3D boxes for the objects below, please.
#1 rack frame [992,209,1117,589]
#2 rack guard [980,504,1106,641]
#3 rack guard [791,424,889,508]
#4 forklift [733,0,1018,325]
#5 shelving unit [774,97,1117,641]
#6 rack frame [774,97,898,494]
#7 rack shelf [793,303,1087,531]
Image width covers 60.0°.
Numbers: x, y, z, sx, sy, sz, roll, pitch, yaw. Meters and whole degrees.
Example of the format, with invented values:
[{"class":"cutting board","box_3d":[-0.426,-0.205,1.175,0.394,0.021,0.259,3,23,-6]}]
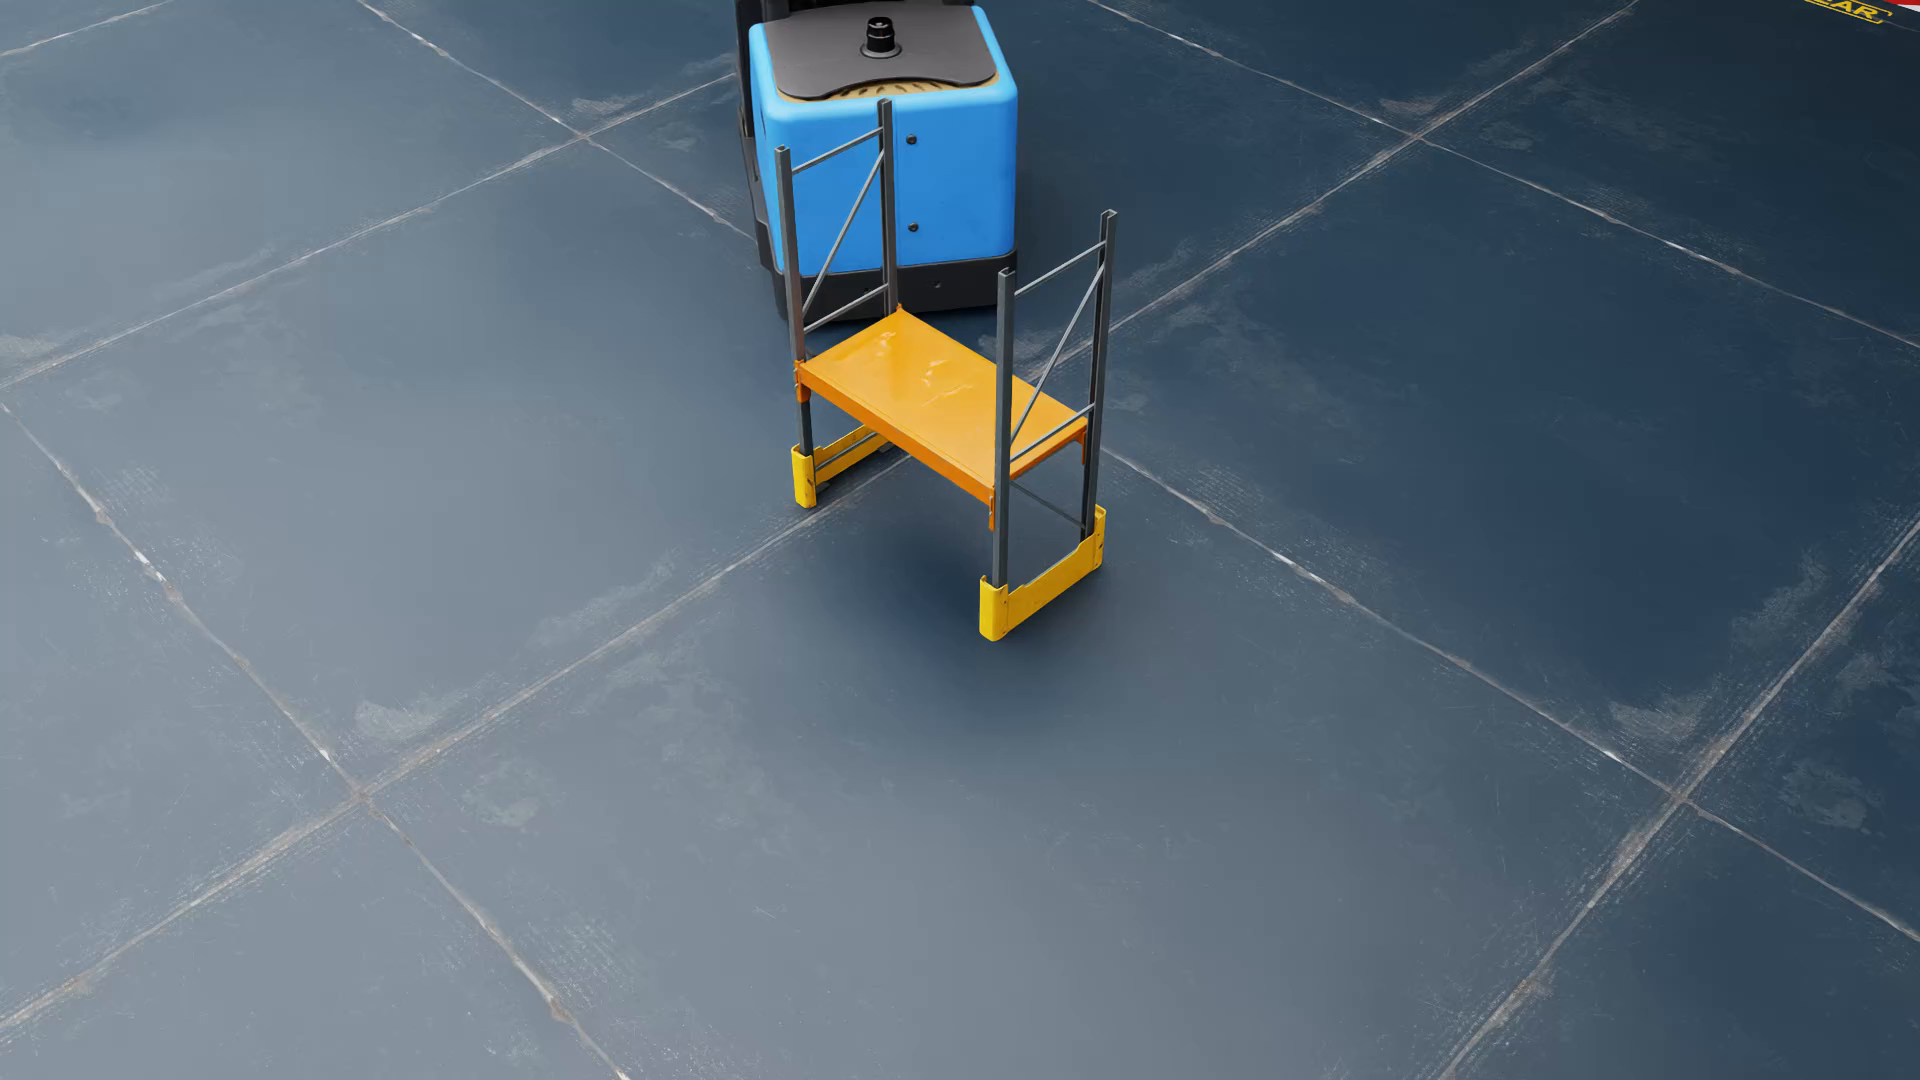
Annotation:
[{"class":"rack frame","box_3d":[0.299,-0.348,5.521,0.500,1.500,0.032,-34,53,-31]},{"class":"rack guard","box_3d":[0.298,0.111,5.946,0.587,0.250,0.087,-34,53,-31]},{"class":"rack guard","box_3d":[-0.406,-0.368,6.464,0.587,0.250,0.087,-34,53,-31]},{"class":"forklift","box_3d":[-0.523,-3.010,7.348,1.130,2.935,3.031,-7,43,-8]},{"class":"shelving unit","box_3d":[-0.054,-0.587,5.781,0.587,1.500,1.083,-34,53,-31]},{"class":"rack frame","box_3d":[-0.419,-0.836,6.050,0.500,1.500,0.032,-34,53,-31]},{"class":"rack shelf","box_3d":[-0.060,-0.460,5.907,0.538,0.185,1.000,-34,53,-31]}]
